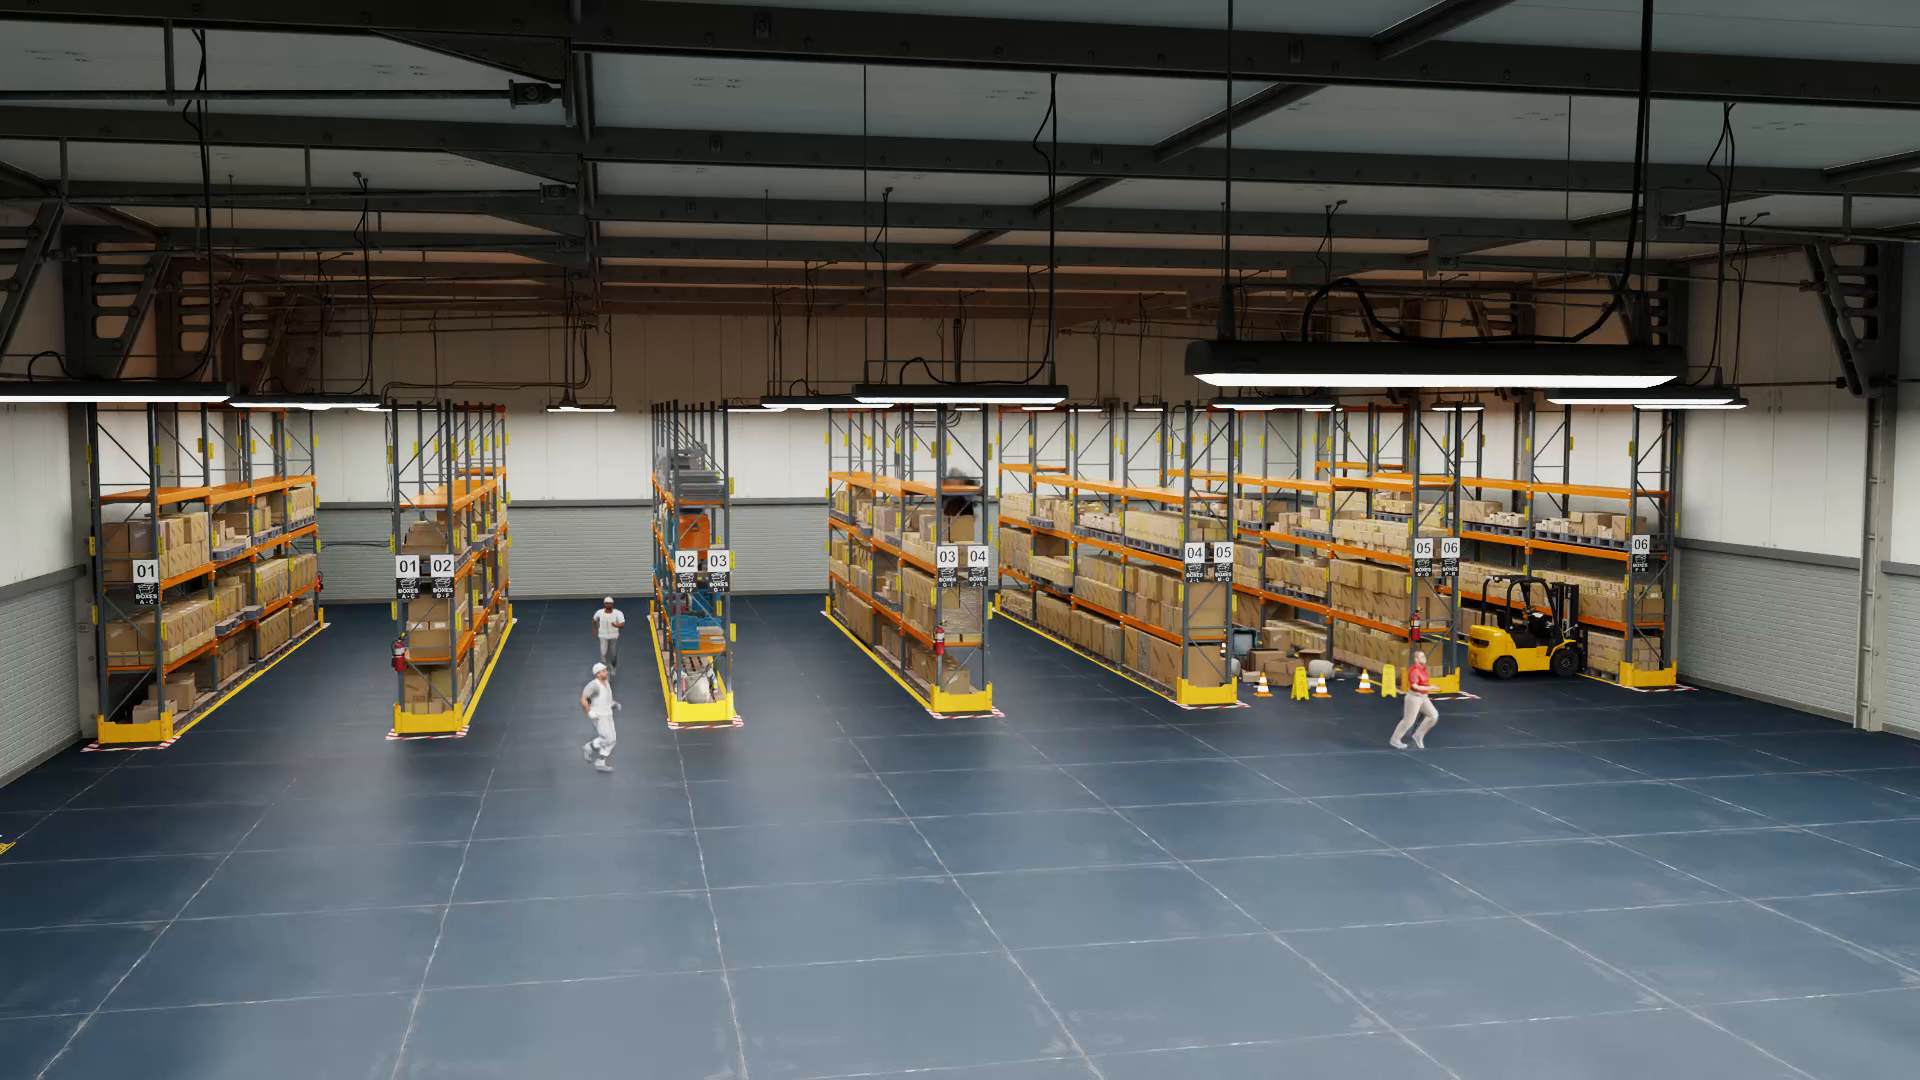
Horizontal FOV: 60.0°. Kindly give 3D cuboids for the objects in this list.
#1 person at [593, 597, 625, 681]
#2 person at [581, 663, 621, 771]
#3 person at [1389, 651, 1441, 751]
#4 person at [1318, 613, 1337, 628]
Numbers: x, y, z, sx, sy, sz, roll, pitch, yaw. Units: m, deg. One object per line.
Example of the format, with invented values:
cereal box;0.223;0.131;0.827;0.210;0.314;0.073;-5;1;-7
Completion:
person;-7.565;2.112;35.819;0.692;1.781;0.922;-1;4;-10
person;-5.748;2.842;26.701;0.541;1.738;0.711;1;5;19
person;7.793;2.734;28.306;0.872;1.718;0.677;3;6;39
person;9.416;1.647;42.775;0.619;1.678;0.860;-2;5;-22
